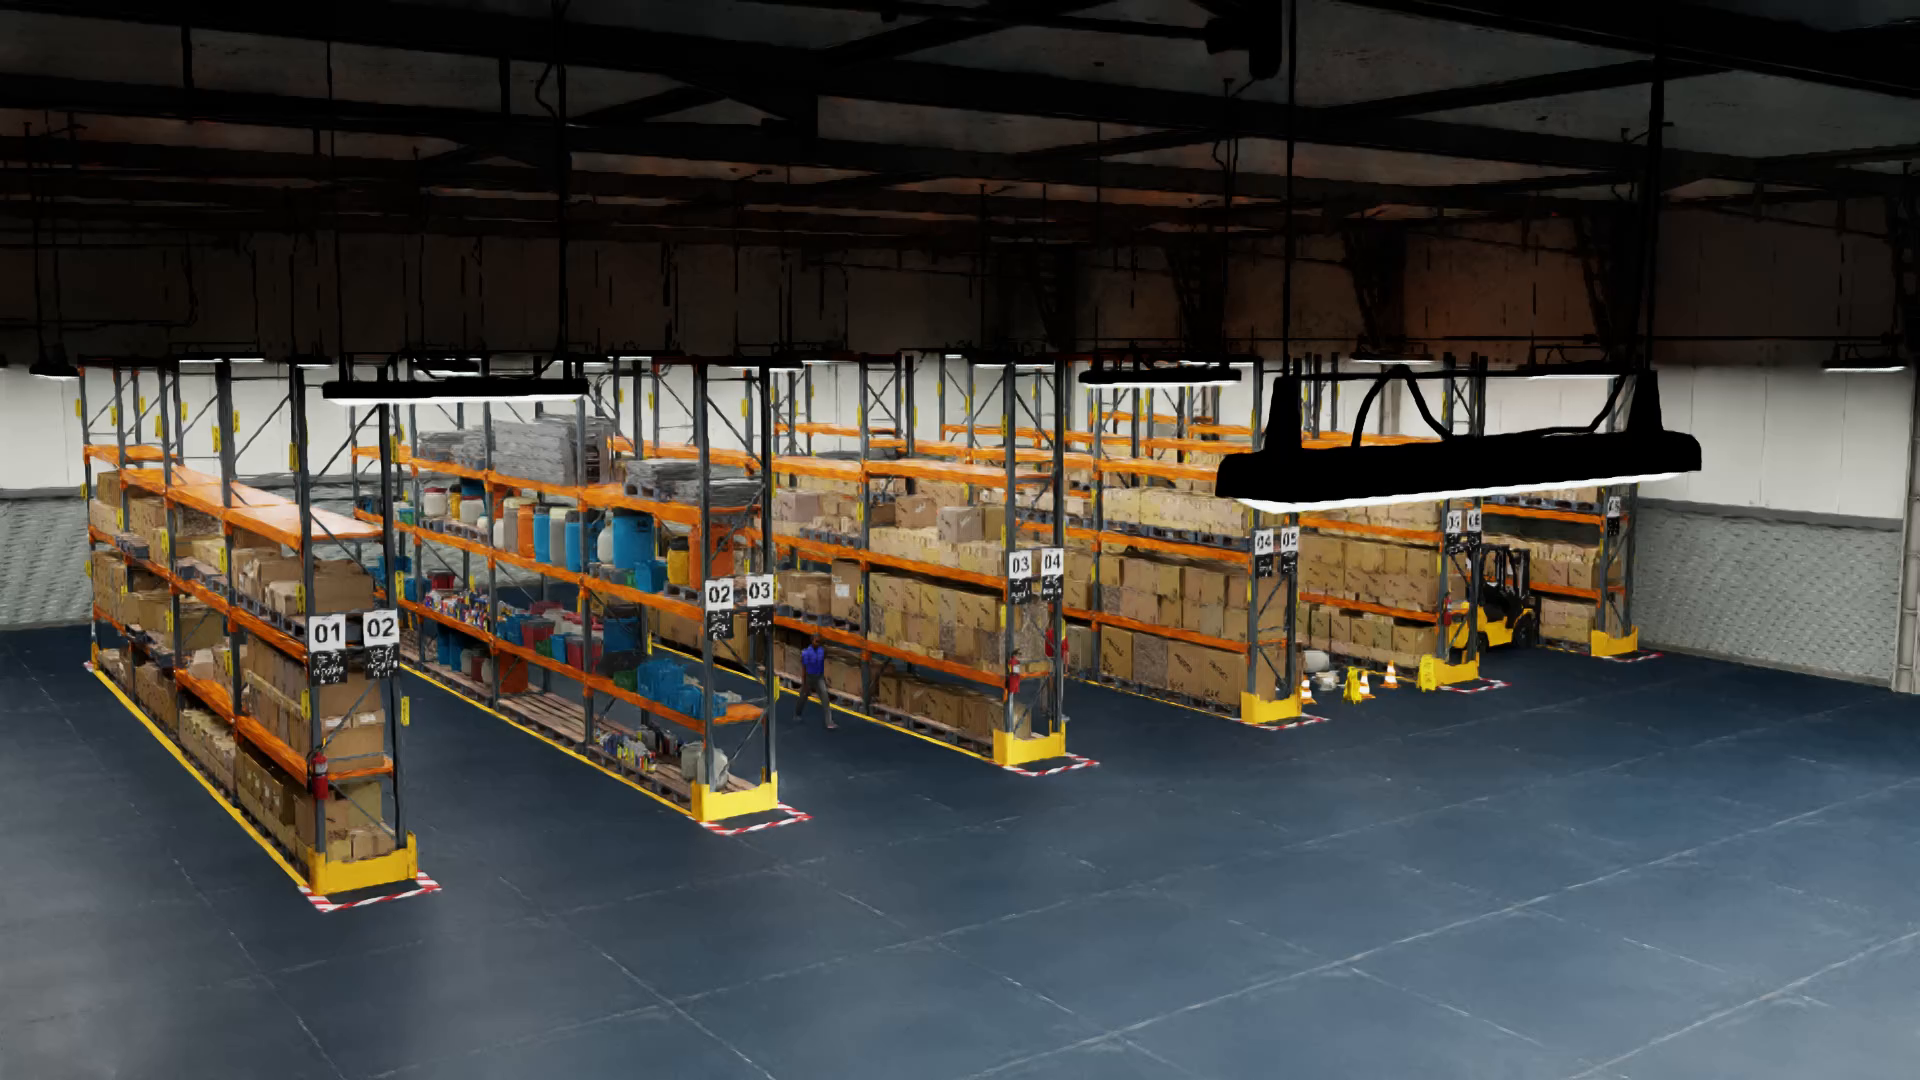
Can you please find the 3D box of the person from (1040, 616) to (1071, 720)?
[{"bbox_3d":[1.568,2.106,27.673,0.620,1.732,0.479,4,8,30],"label":"person"}]

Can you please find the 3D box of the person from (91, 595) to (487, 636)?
[{"bbox_3d":[-13.696,1.525,33.213,10.438,1.555,2.585,5,9,37],"label":"person"}]

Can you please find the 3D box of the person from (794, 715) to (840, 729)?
[{"bbox_3d":[-2.346,2.925,27.149,0.338,0.200,1.077,-5,8,-33],"label":"person"}]
